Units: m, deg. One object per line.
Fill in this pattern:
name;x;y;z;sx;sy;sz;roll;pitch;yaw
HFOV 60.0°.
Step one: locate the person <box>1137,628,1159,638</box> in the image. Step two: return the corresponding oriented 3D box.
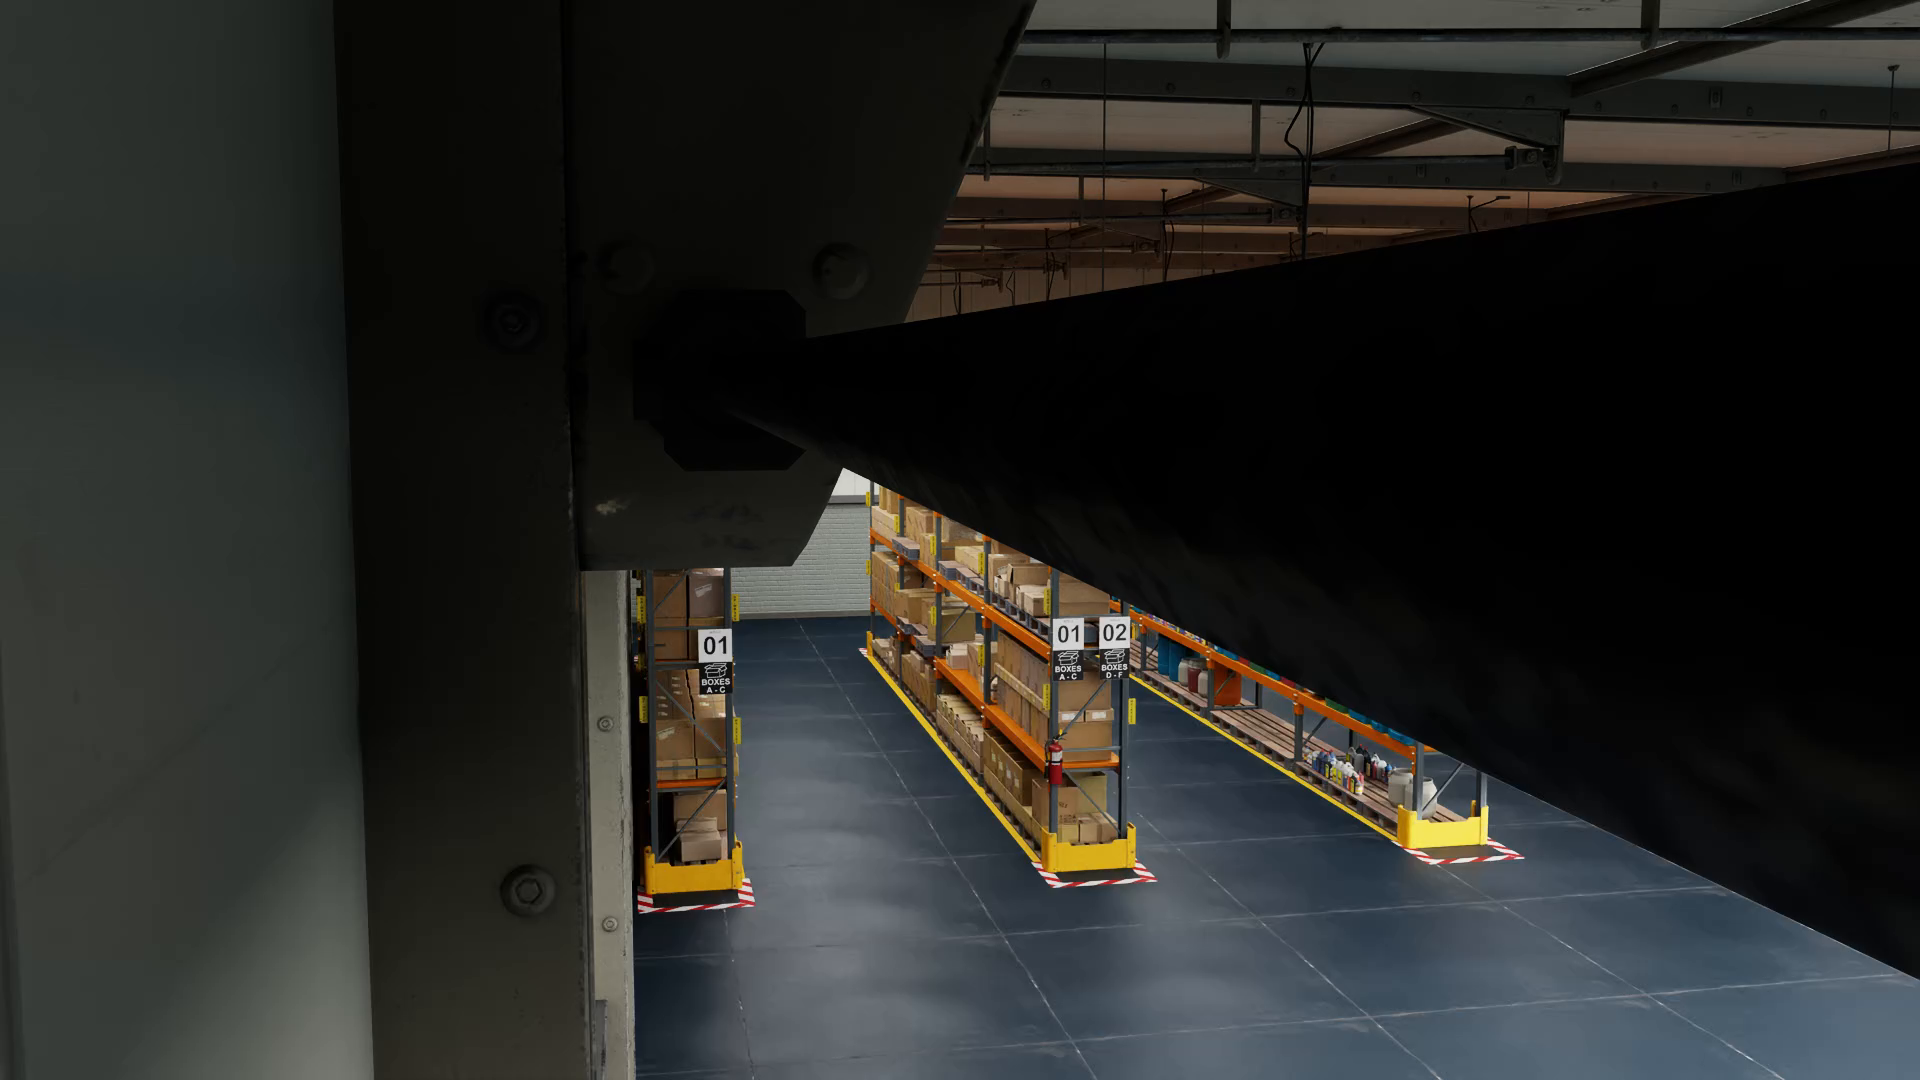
person;4.502;1.503;38.369;0.549;1.667;0.890;-4;7;-35
